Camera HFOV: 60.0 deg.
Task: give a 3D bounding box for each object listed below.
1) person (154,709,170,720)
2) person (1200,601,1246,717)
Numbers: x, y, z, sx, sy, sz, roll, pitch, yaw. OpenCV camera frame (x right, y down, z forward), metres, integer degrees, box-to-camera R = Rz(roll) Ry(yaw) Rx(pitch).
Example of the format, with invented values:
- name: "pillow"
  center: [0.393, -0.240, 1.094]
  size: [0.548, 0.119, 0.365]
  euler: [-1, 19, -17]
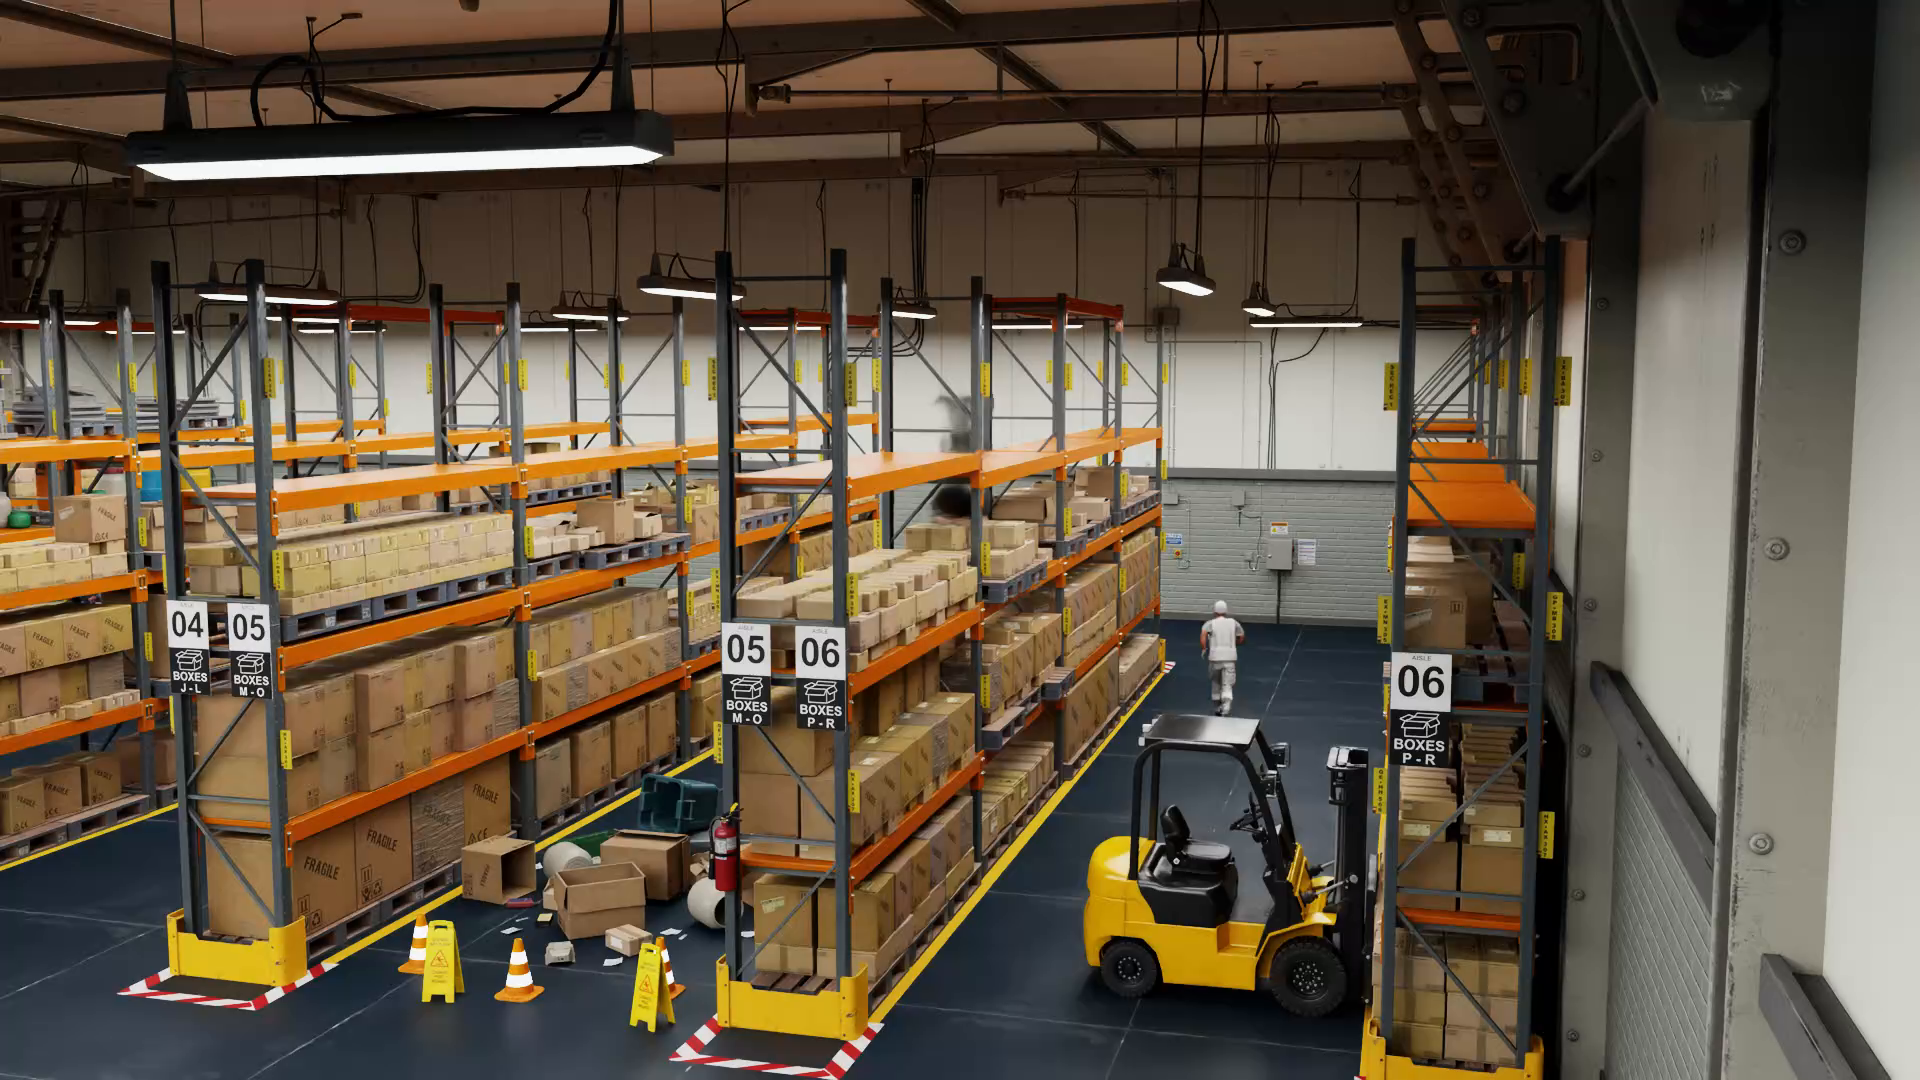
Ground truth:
- name: "person"
  center: [-11.706, 1.819, 24.140]
  size: [0.569, 1.617, 0.554]
  euler: [1, 6, 13]
- name: "person"
  center: [3.752, 1.780, 23.764]
  size: [0.658, 1.779, 1.126]
  euler: [1, 6, 6]
